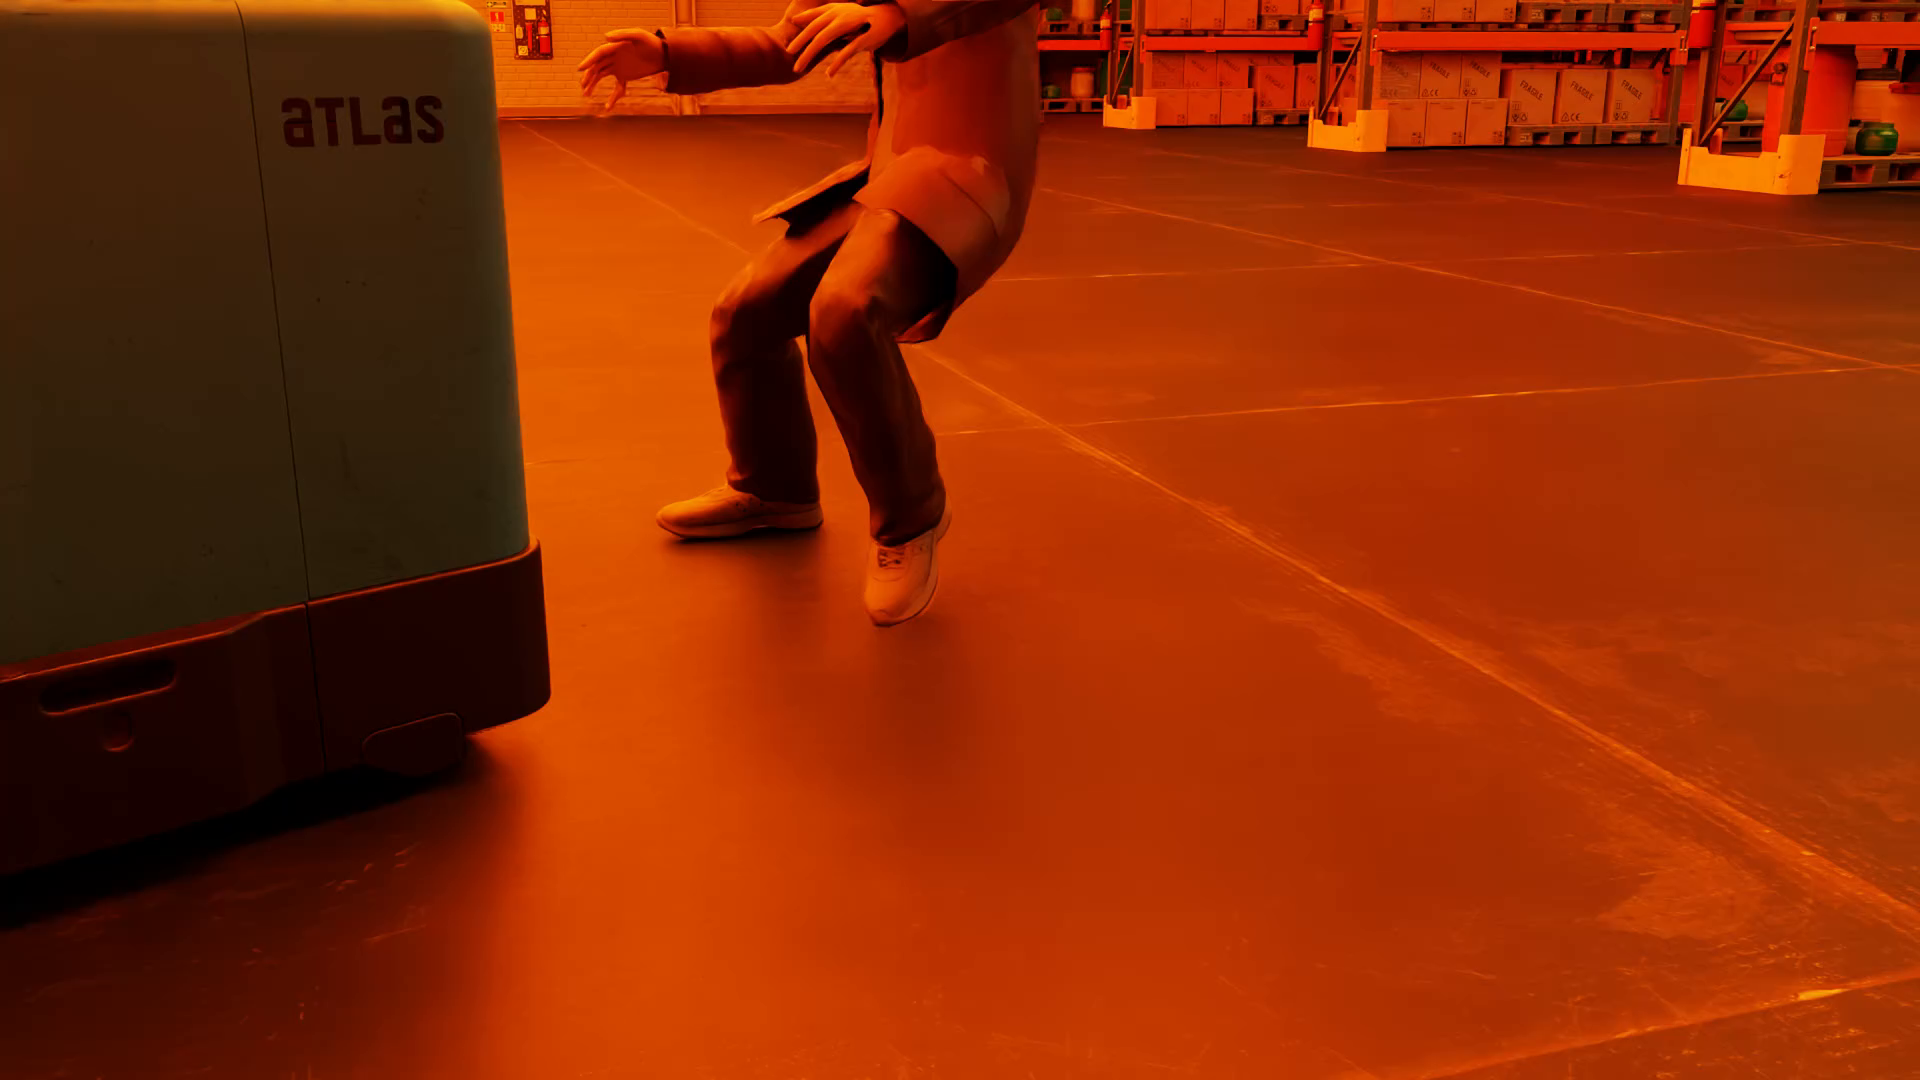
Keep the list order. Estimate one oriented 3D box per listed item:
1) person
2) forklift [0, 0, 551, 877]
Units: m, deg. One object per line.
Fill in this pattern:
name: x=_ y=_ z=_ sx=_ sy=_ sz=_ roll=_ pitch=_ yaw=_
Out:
person: x=-0.241 y=-0.667 z=3.057 sx=0.786 sy=1.561 sz=0.986 roll=-7 pitch=18 yaw=-24
forklift: x=-2.046 y=-0.920 z=1.487 sx=3.031 sy=2.935 sz=1.130 roll=-14 pitch=21 yaw=-40
